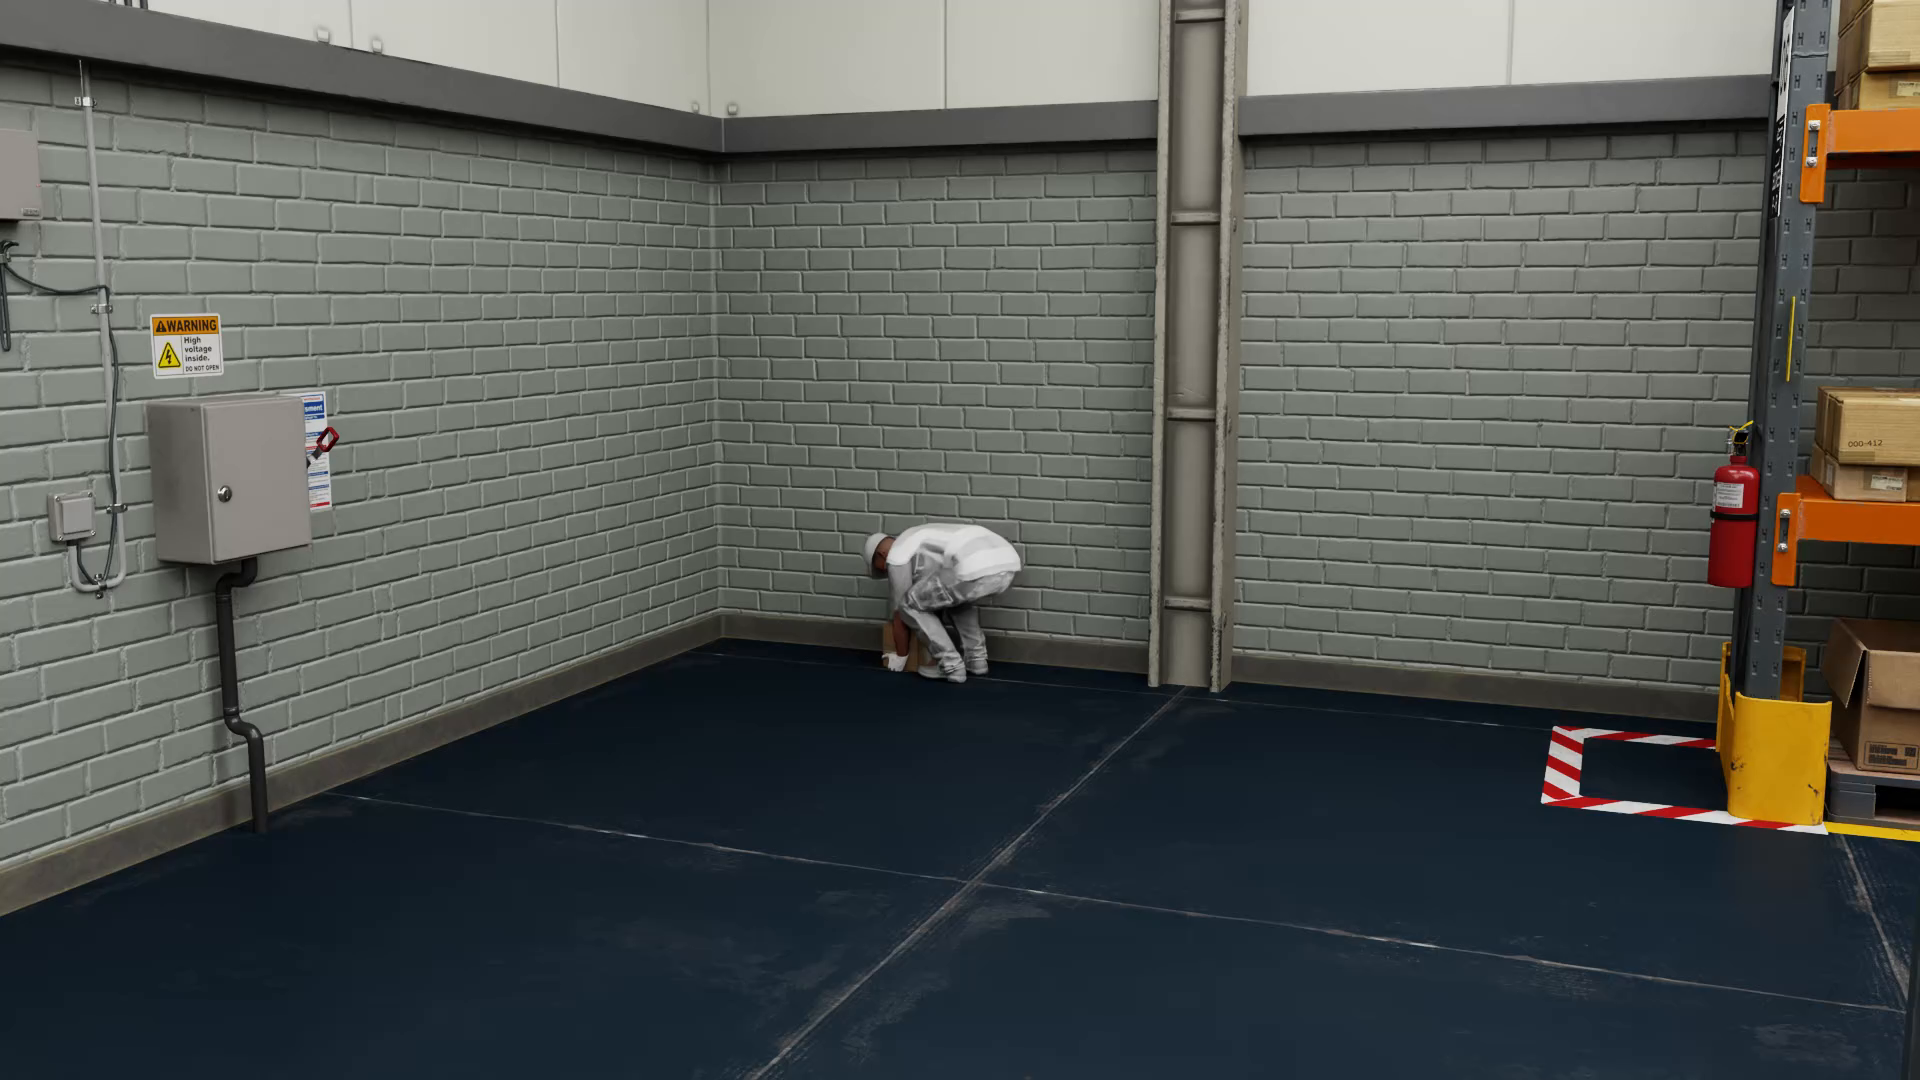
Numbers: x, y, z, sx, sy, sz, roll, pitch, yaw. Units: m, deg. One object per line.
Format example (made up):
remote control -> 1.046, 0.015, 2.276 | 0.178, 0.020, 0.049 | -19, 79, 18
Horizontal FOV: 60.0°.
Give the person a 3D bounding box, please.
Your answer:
person -> -0.140, 0.337, 9.285 | 0.991, 0.862, 0.535 | 7, 11, 38
